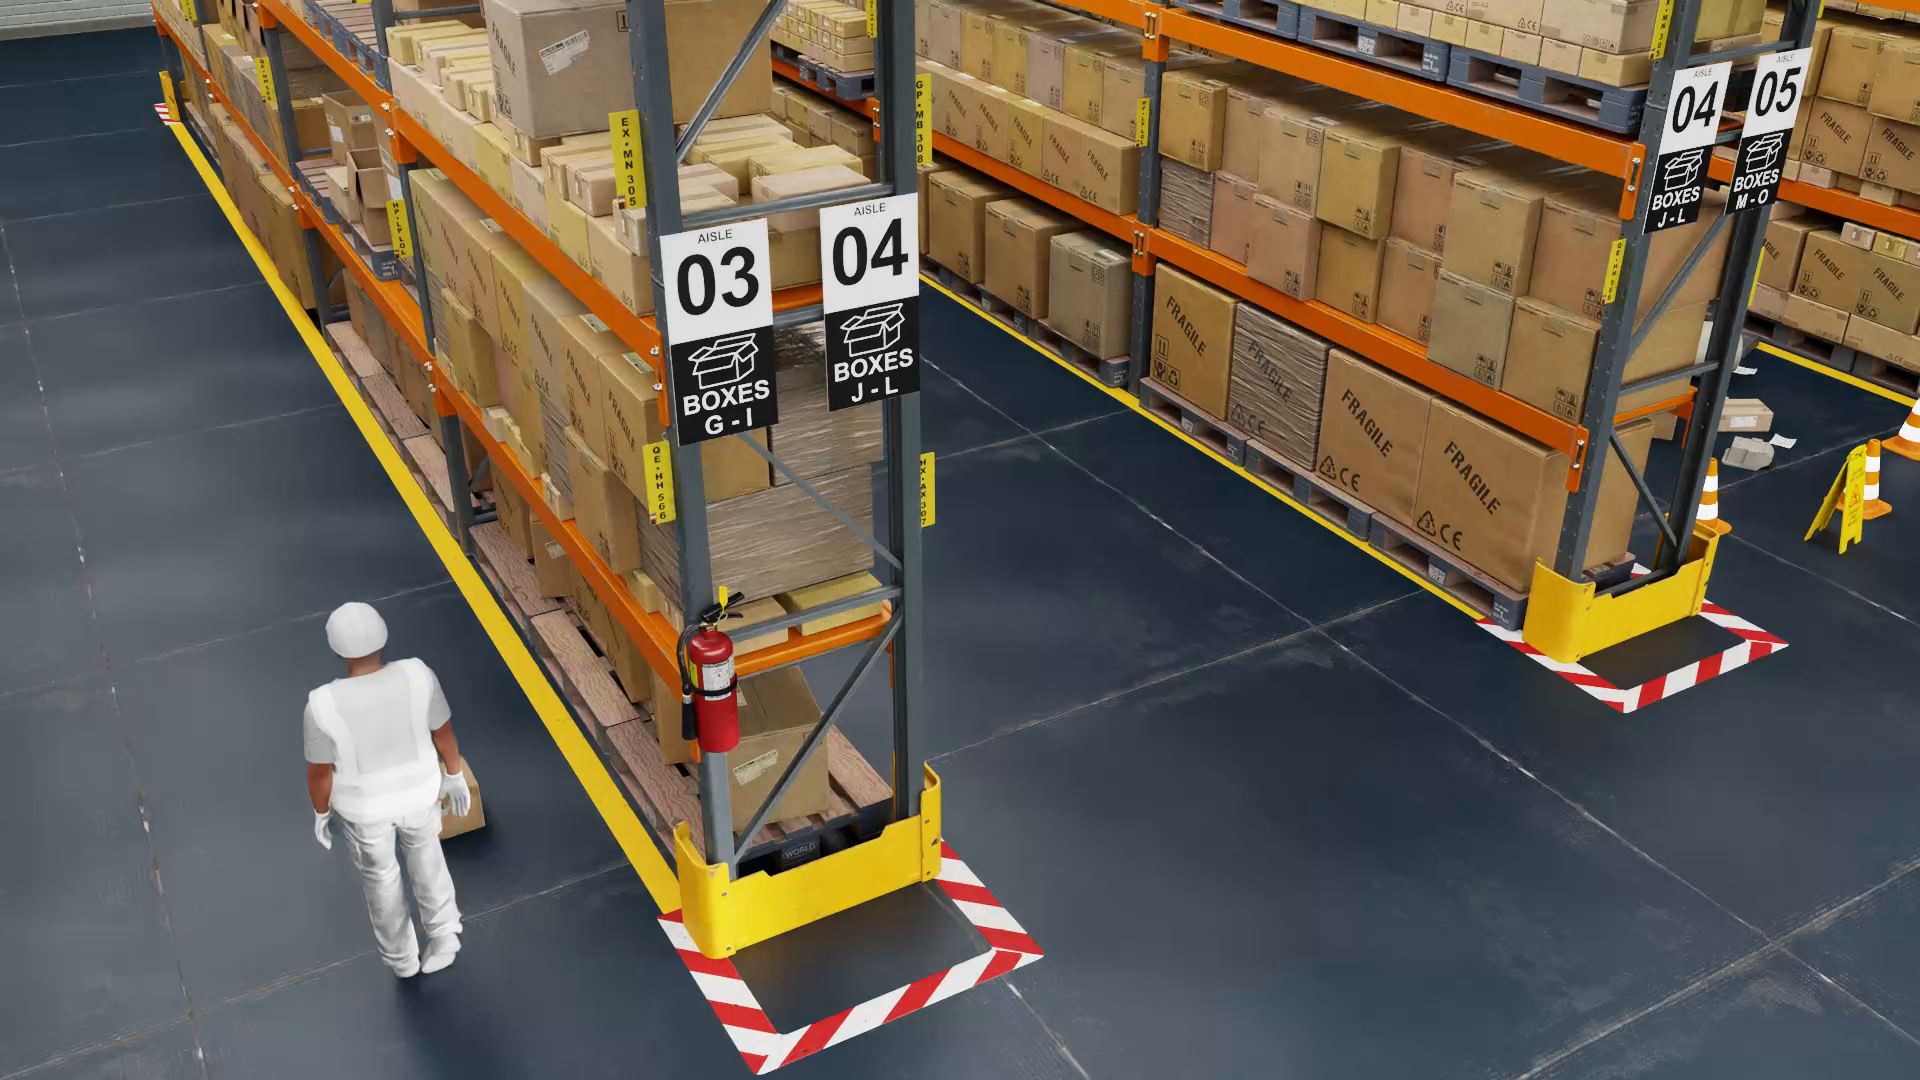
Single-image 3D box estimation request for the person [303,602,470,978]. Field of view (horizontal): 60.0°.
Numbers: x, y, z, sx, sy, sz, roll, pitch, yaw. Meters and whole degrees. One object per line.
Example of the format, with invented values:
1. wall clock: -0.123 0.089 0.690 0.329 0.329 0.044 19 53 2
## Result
1. person: -2.267 1.028 6.625 0.597 1.774 0.540 -16 33 -27
